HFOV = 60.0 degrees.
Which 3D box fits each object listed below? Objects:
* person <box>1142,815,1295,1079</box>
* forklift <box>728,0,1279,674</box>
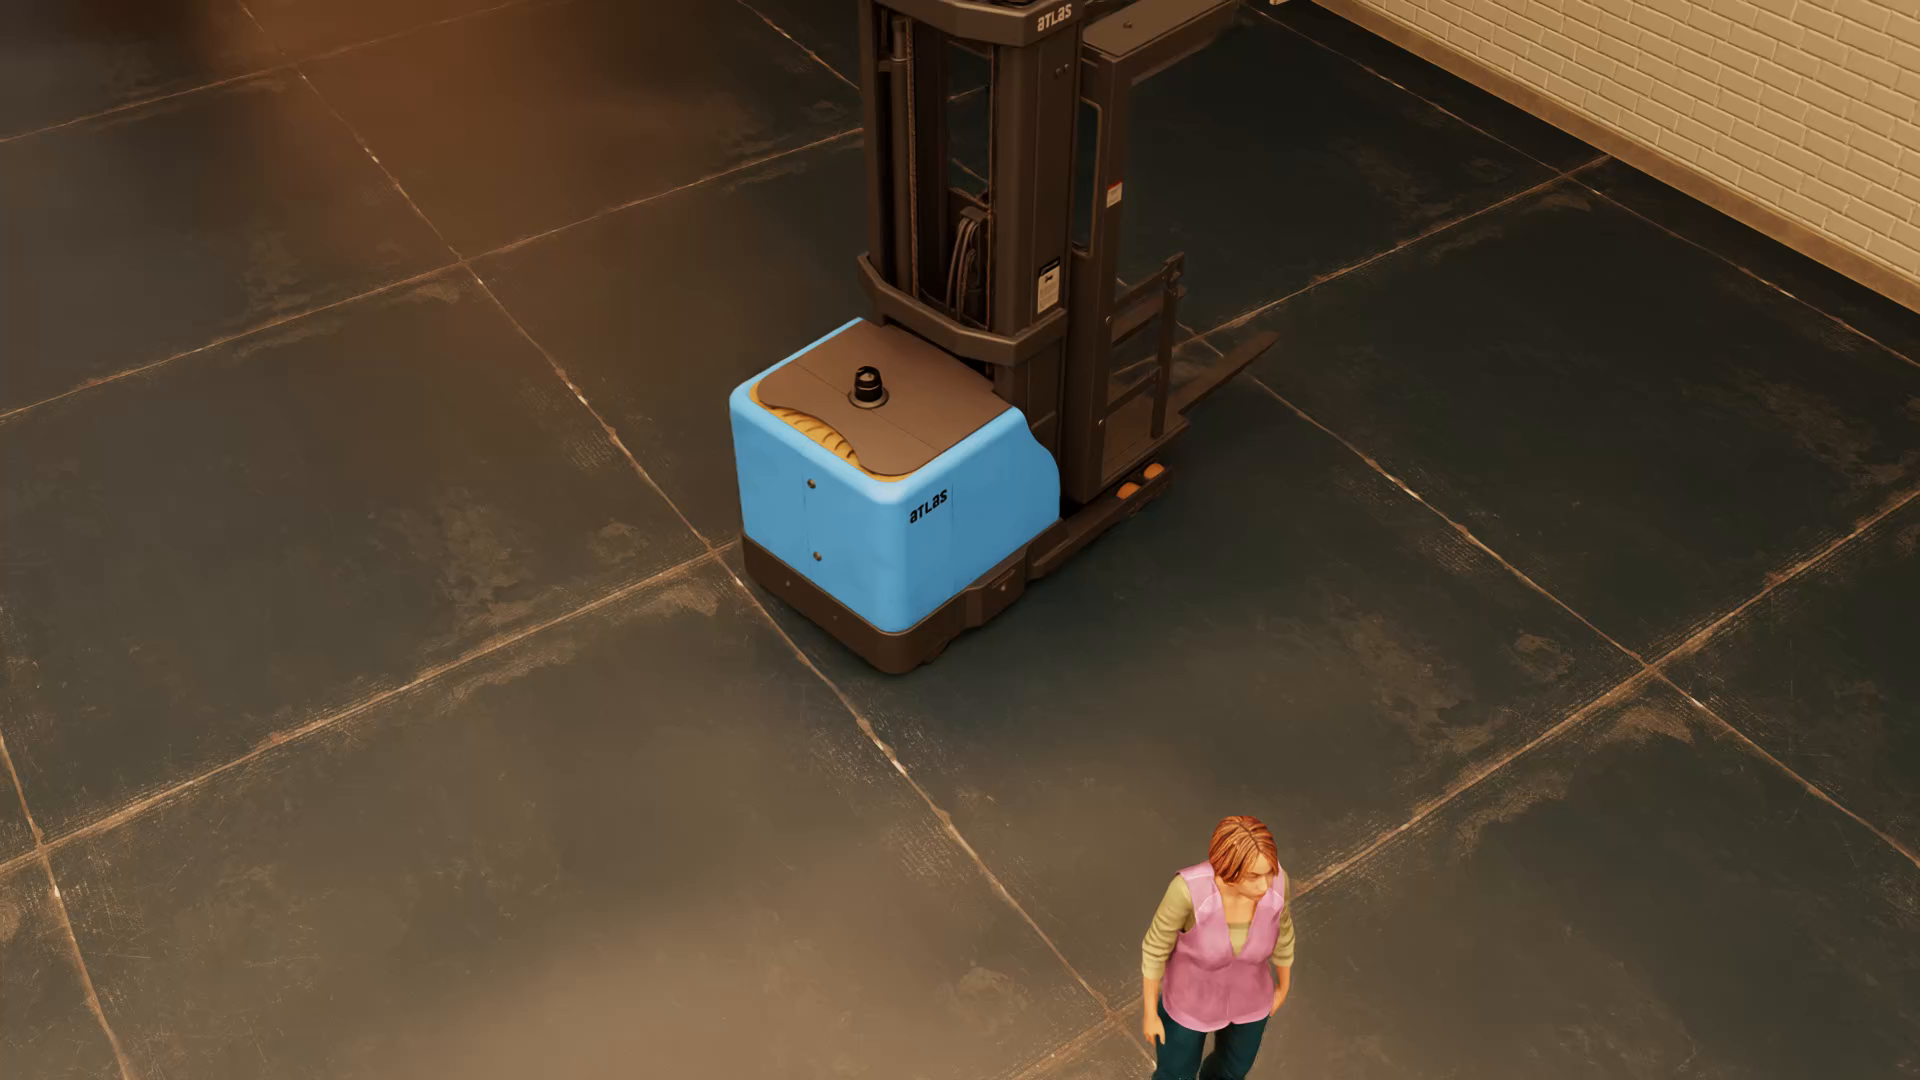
[{"bbox_3d":[0.801,1.460,5.121,0.497,1.611,0.419,-9,43,-10],"label":"person"},{"bbox_3d":[0.391,-1.407,7.242,1.130,2.935,3.031,33,52,30],"label":"forklift"}]
